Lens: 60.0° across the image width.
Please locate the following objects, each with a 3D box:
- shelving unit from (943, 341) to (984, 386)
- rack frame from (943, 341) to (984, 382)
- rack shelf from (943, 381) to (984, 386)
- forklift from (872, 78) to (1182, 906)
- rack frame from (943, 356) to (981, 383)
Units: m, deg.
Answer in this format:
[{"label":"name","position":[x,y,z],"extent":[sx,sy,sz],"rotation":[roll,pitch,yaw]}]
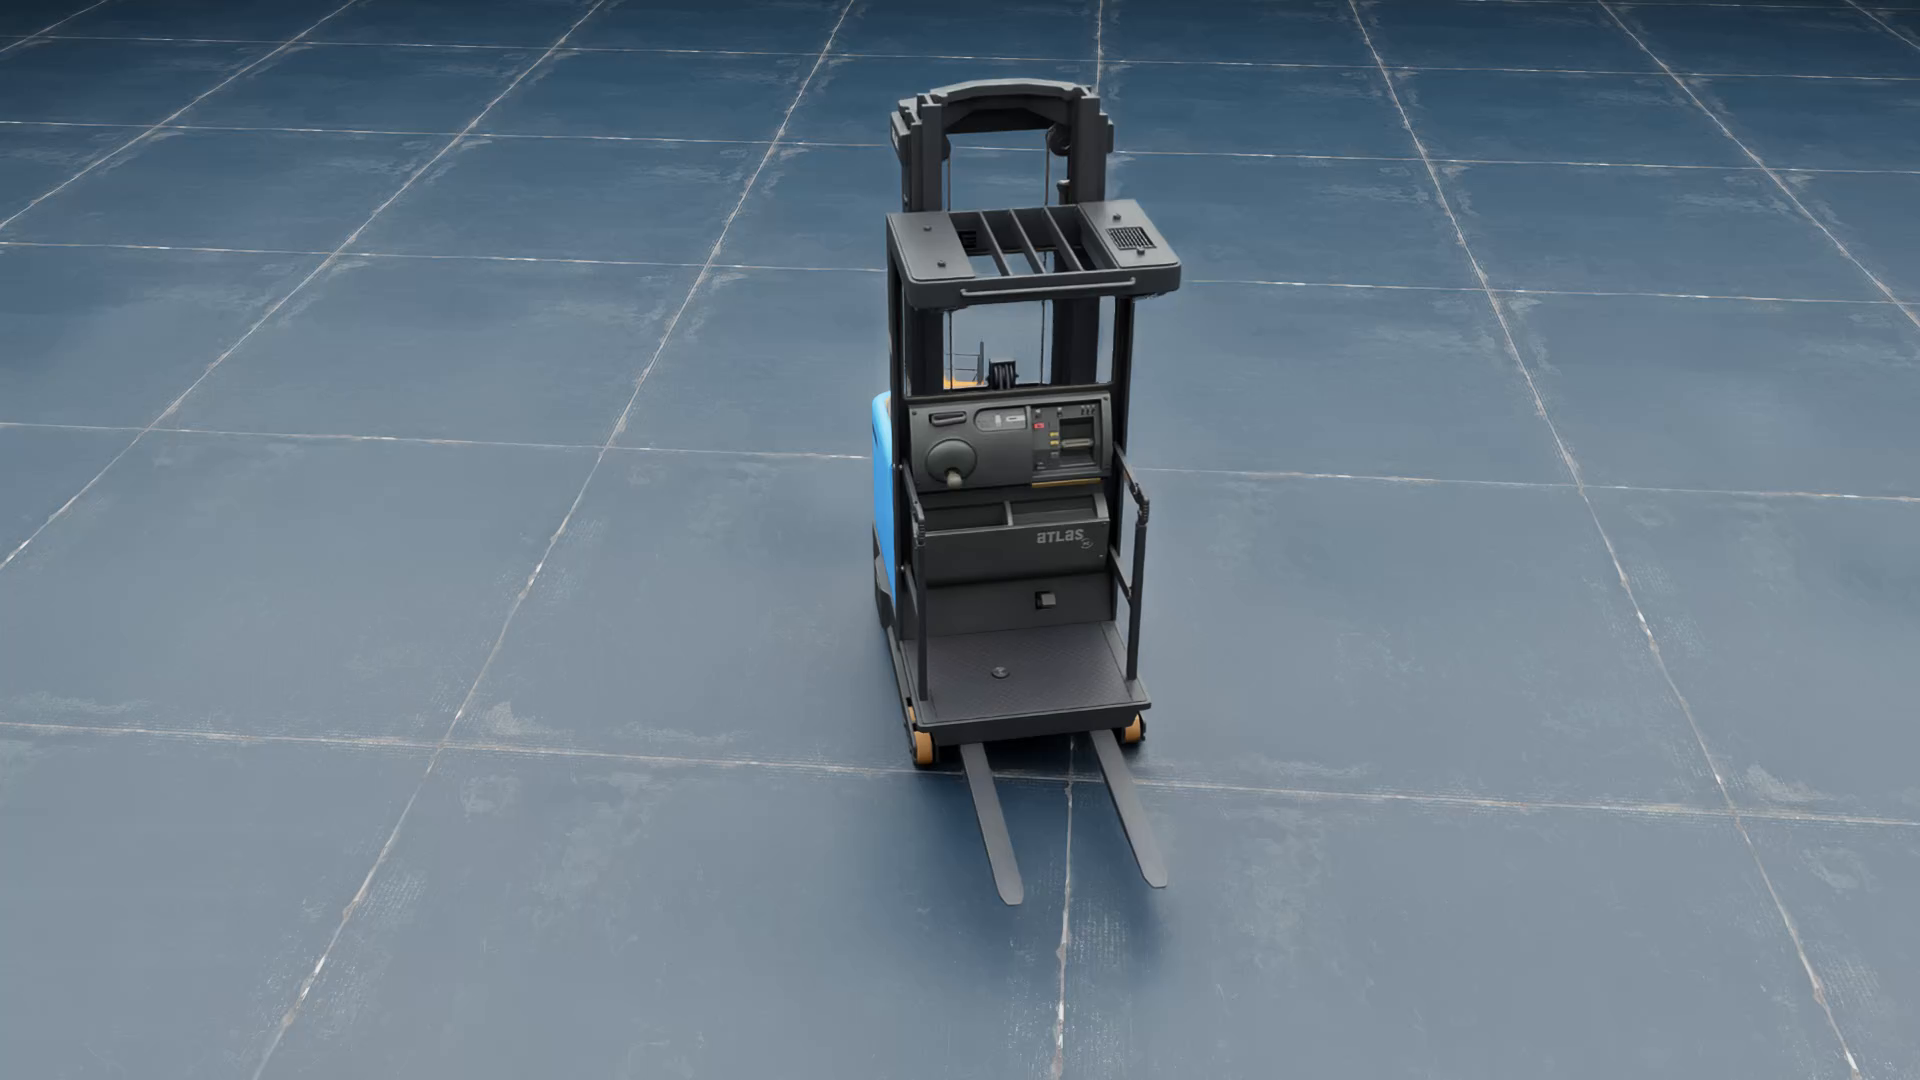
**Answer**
[{"label":"shelving unit","position":[0.001,-0.518,9.228],"extent":[0.258,1.200,0.189],"rotation":[2,32,4]},{"label":"rack frame","position":[0.009,-0.566,9.305],"extent":[0.240,1.200,0.006],"rotation":[2,32,4]},{"label":"rack shelf","position":[0.001,-0.787,9.062],"extent":[0.258,0.103,0.180],"rotation":[2,32,4]},{"label":"forklift","position":[0.271,-0.395,7.378],"extent":[1.130,2.935,3.031],"rotation":[-5,32,-8]},{"label":"rack frame","position":[-0.006,-0.471,9.150],"extent":[0.240,1.200,0.006],"rotation":[2,32,4]}]
